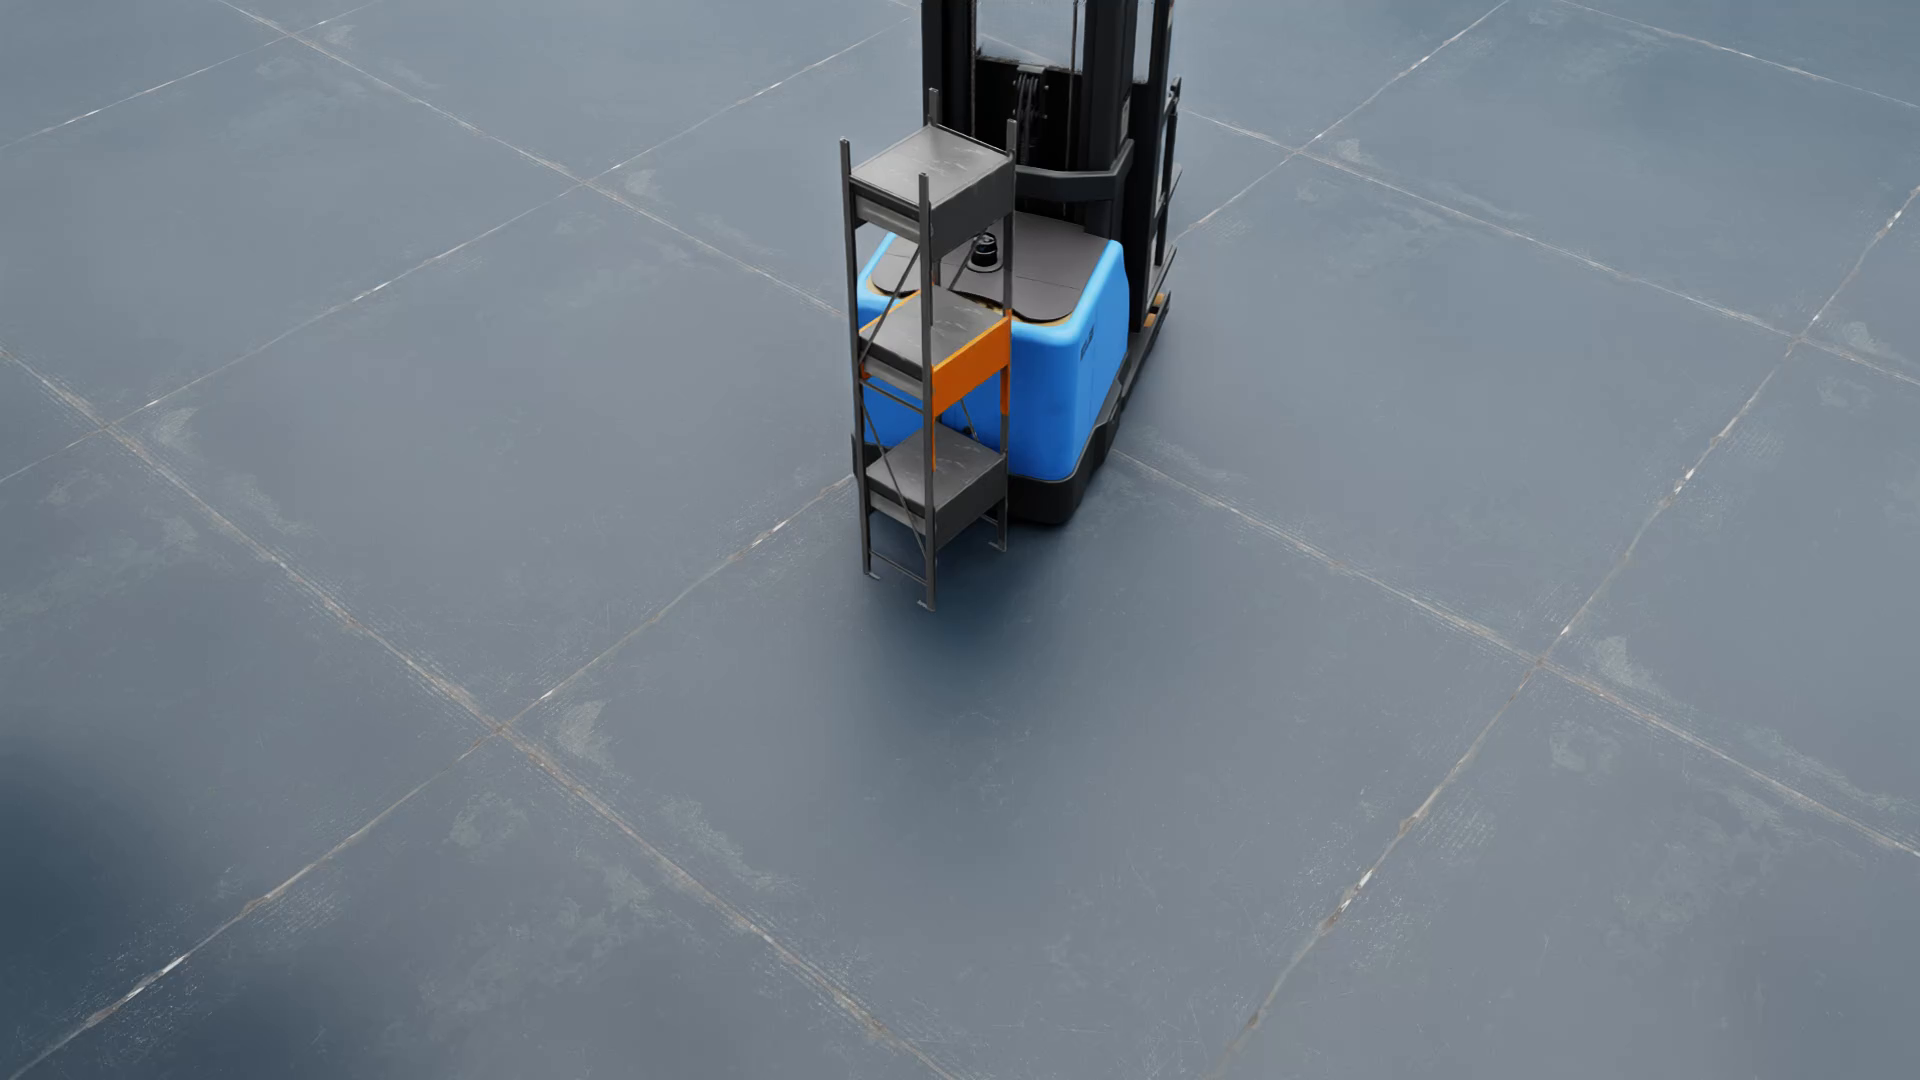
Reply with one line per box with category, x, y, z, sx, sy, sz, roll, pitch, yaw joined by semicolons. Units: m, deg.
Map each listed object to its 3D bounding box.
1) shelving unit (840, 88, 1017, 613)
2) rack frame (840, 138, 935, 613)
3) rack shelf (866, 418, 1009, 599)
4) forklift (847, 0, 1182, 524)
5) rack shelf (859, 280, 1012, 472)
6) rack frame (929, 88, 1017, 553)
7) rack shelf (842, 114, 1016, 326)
shelving unit;-0.110;-0.680;6.619;0.431;2.100;0.503;29;50;28
rack frame;-0.266;-0.553;6.480;0.400;2.100;0.015;29;50;28
rack shelf;-0.110;-0.152;7.099;0.431;0.518;0.480;29;50;28
forklift;0.457;-2.161;7.630;1.130;2.935;3.031;13;44;14
rack shelf;-0.110;-0.670;6.628;0.431;0.518;0.480;29;50;28
rack frame;0.045;-0.806;6.758;0.400;2.100;0.015;29;50;28
rack shelf;-0.110;-1.188;6.157;0.431;0.518;0.480;29;50;28
